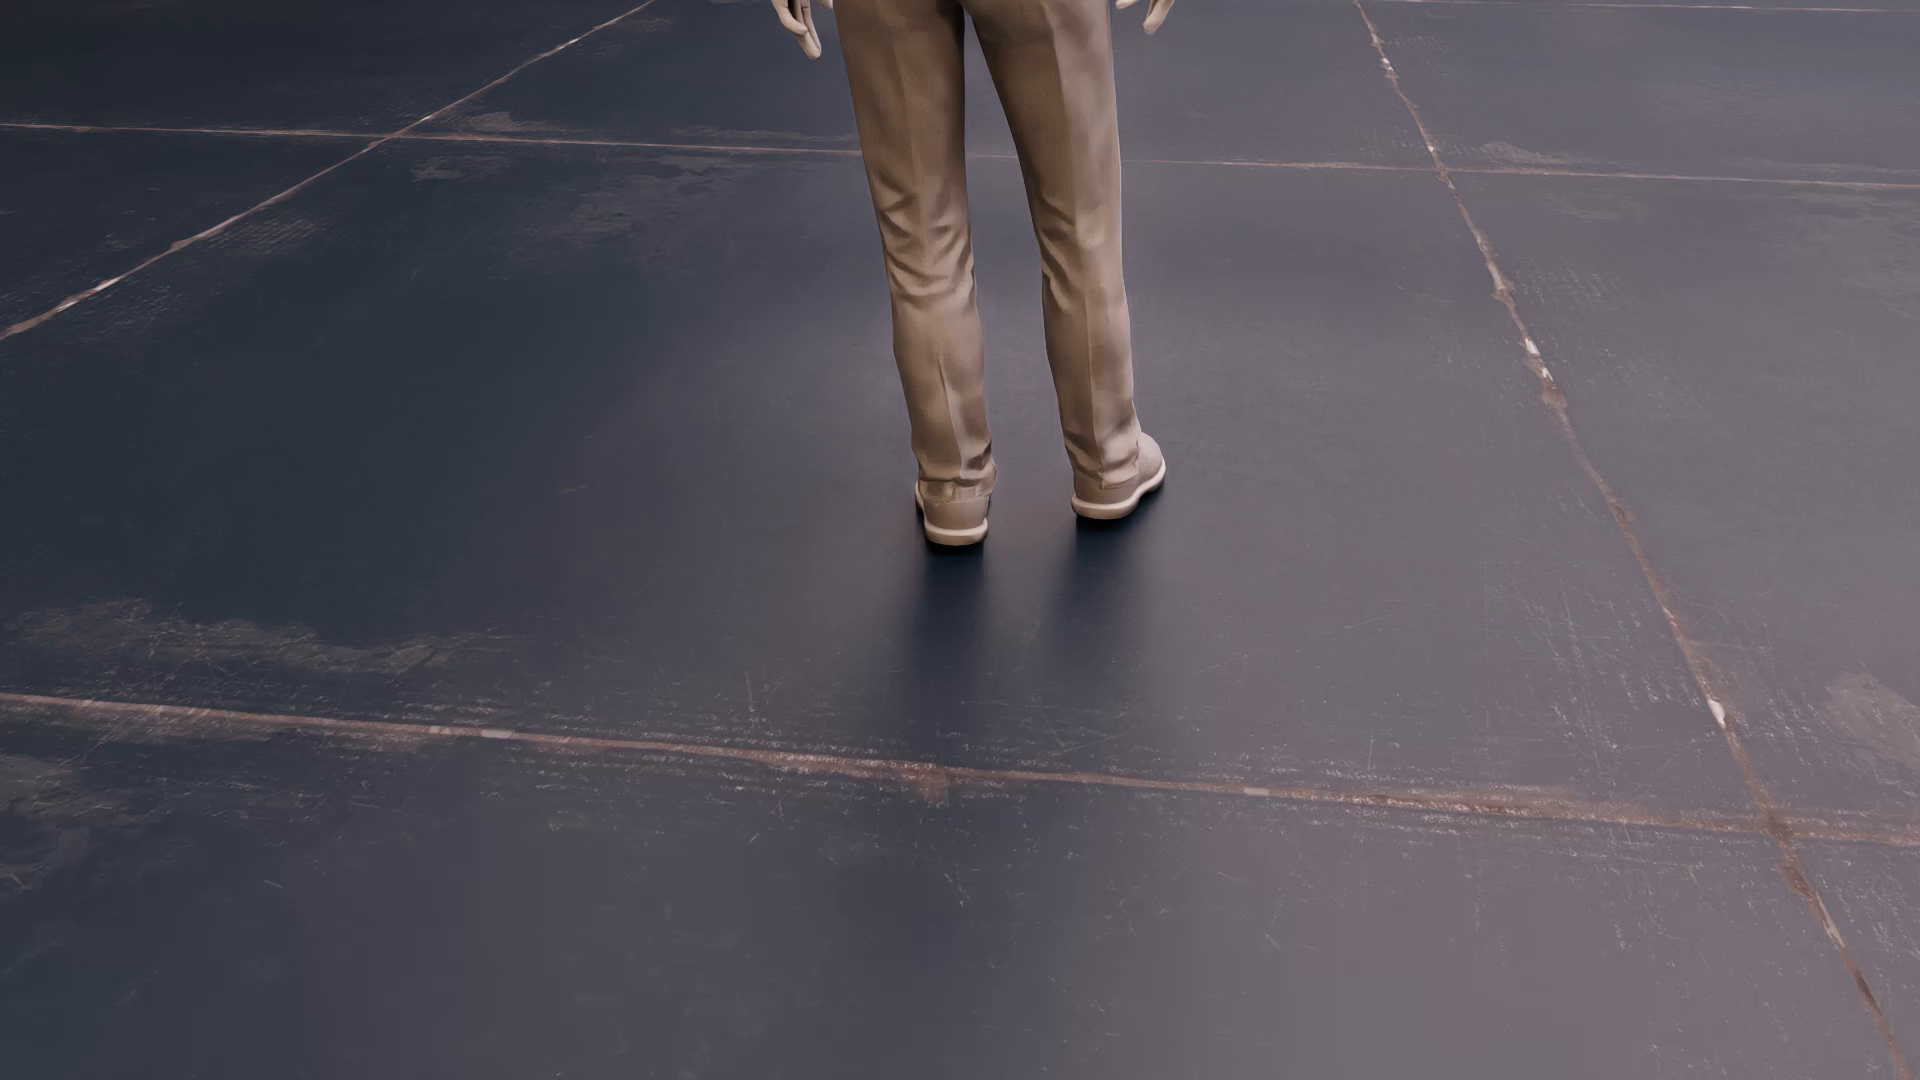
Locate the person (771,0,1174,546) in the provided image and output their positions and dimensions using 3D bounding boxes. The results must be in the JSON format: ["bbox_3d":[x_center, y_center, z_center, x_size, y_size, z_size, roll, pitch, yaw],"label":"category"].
[{"bbox_3d":[0.016,-0.795,2.179,0.586,1.694,0.530,3,27,7],"label":"person"}]
